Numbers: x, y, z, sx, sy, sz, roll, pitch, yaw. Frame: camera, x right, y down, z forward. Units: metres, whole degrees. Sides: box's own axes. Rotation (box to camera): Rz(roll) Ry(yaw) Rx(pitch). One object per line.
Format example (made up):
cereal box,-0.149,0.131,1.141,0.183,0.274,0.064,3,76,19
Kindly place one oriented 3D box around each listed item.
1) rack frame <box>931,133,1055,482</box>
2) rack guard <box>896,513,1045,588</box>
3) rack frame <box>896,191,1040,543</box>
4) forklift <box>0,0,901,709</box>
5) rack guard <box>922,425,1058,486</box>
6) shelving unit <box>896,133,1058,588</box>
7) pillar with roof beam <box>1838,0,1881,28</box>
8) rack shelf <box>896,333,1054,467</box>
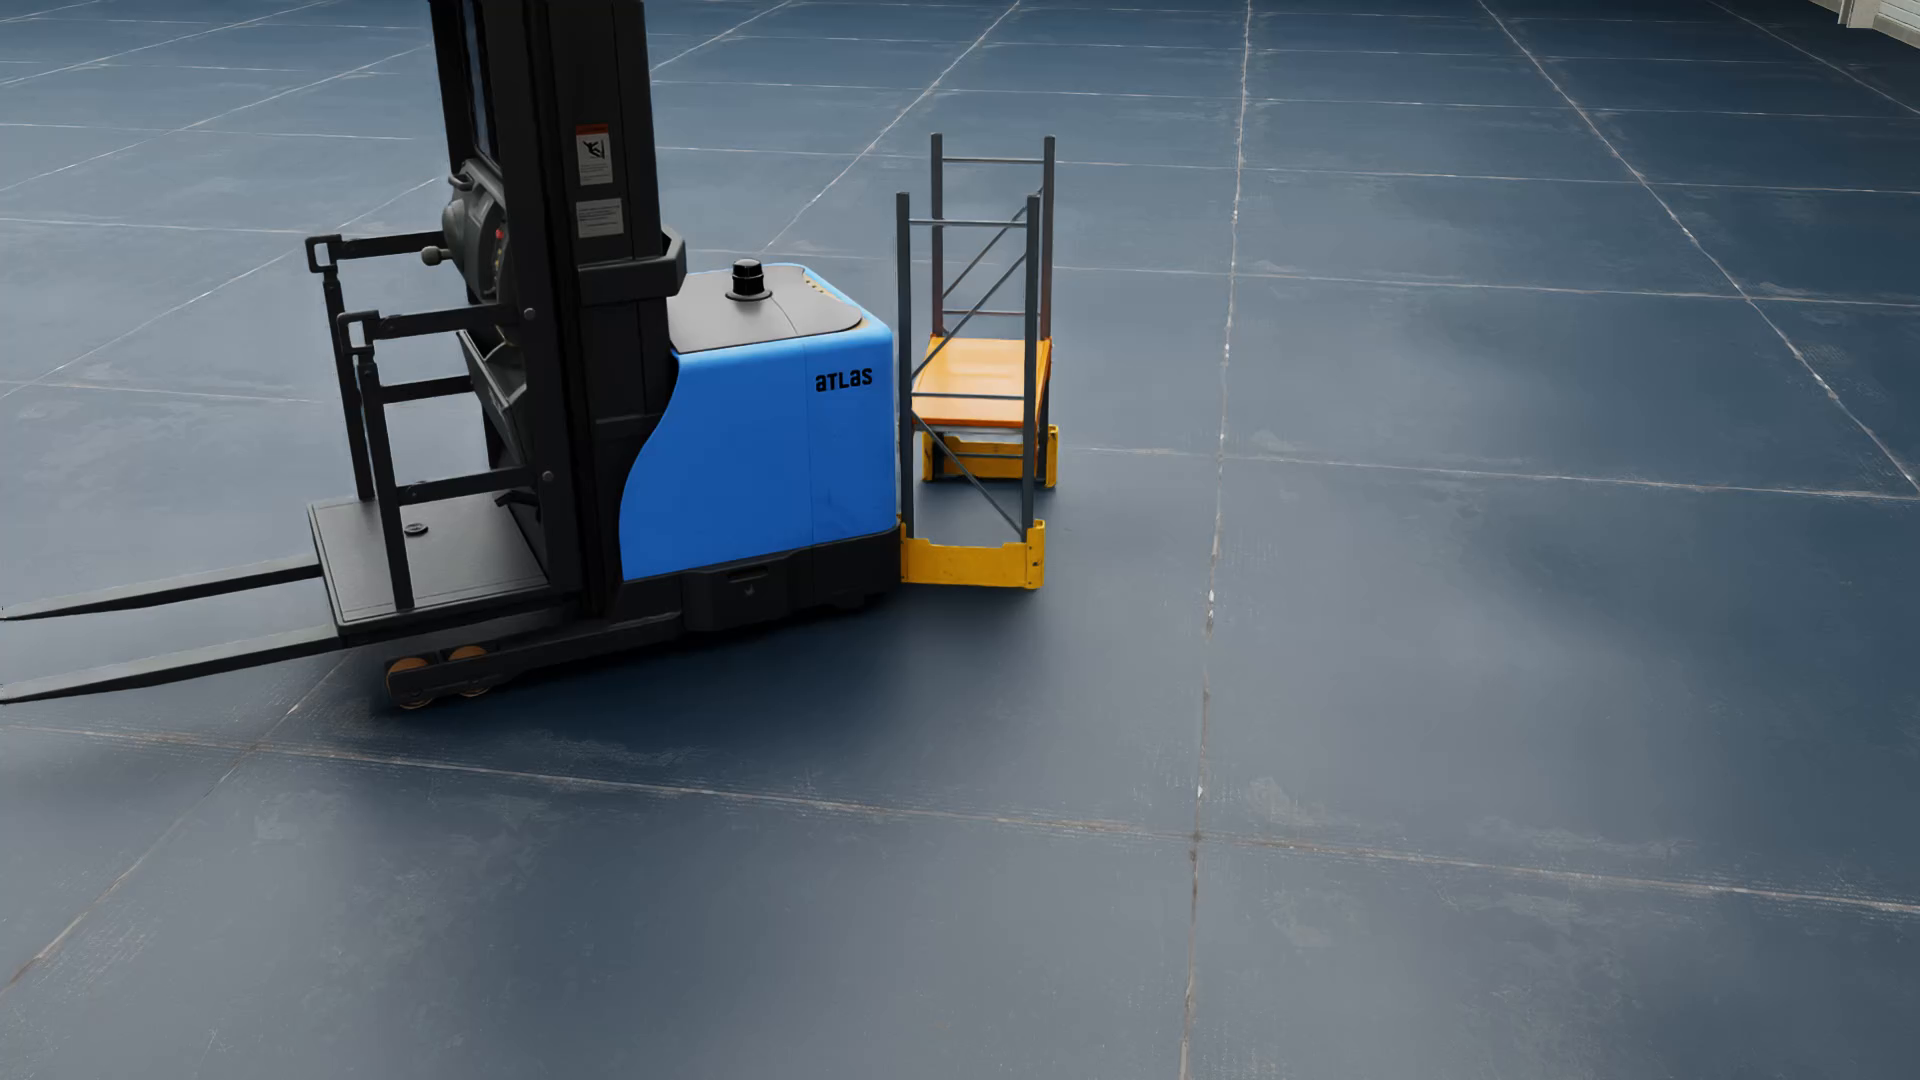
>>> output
rack frame,0.132,-0.953,7.017,0.500,1.500,0.032,3,25,5
rack guard,0.028,0.041,6.368,0.587,0.250,0.087,3,25,5
rack frame,0.028,-0.525,6.101,0.500,1.500,0.032,3,25,5
forklift,-1.780,-1.020,5.471,3.031,2.935,1.130,-11,27,-22
rack guard,0.130,-0.379,7.265,0.587,0.250,0.087,3,25,5
shelving unit,0.079,-0.735,6.551,0.587,1.500,1.083,3,25,5
pillar with roof beam,6.478,-10.528,18.628,9.100,9.000,0.400,4,25,9
rack shelf,0.080,-0.576,6.636,0.538,0.185,1.000,3,25,5
